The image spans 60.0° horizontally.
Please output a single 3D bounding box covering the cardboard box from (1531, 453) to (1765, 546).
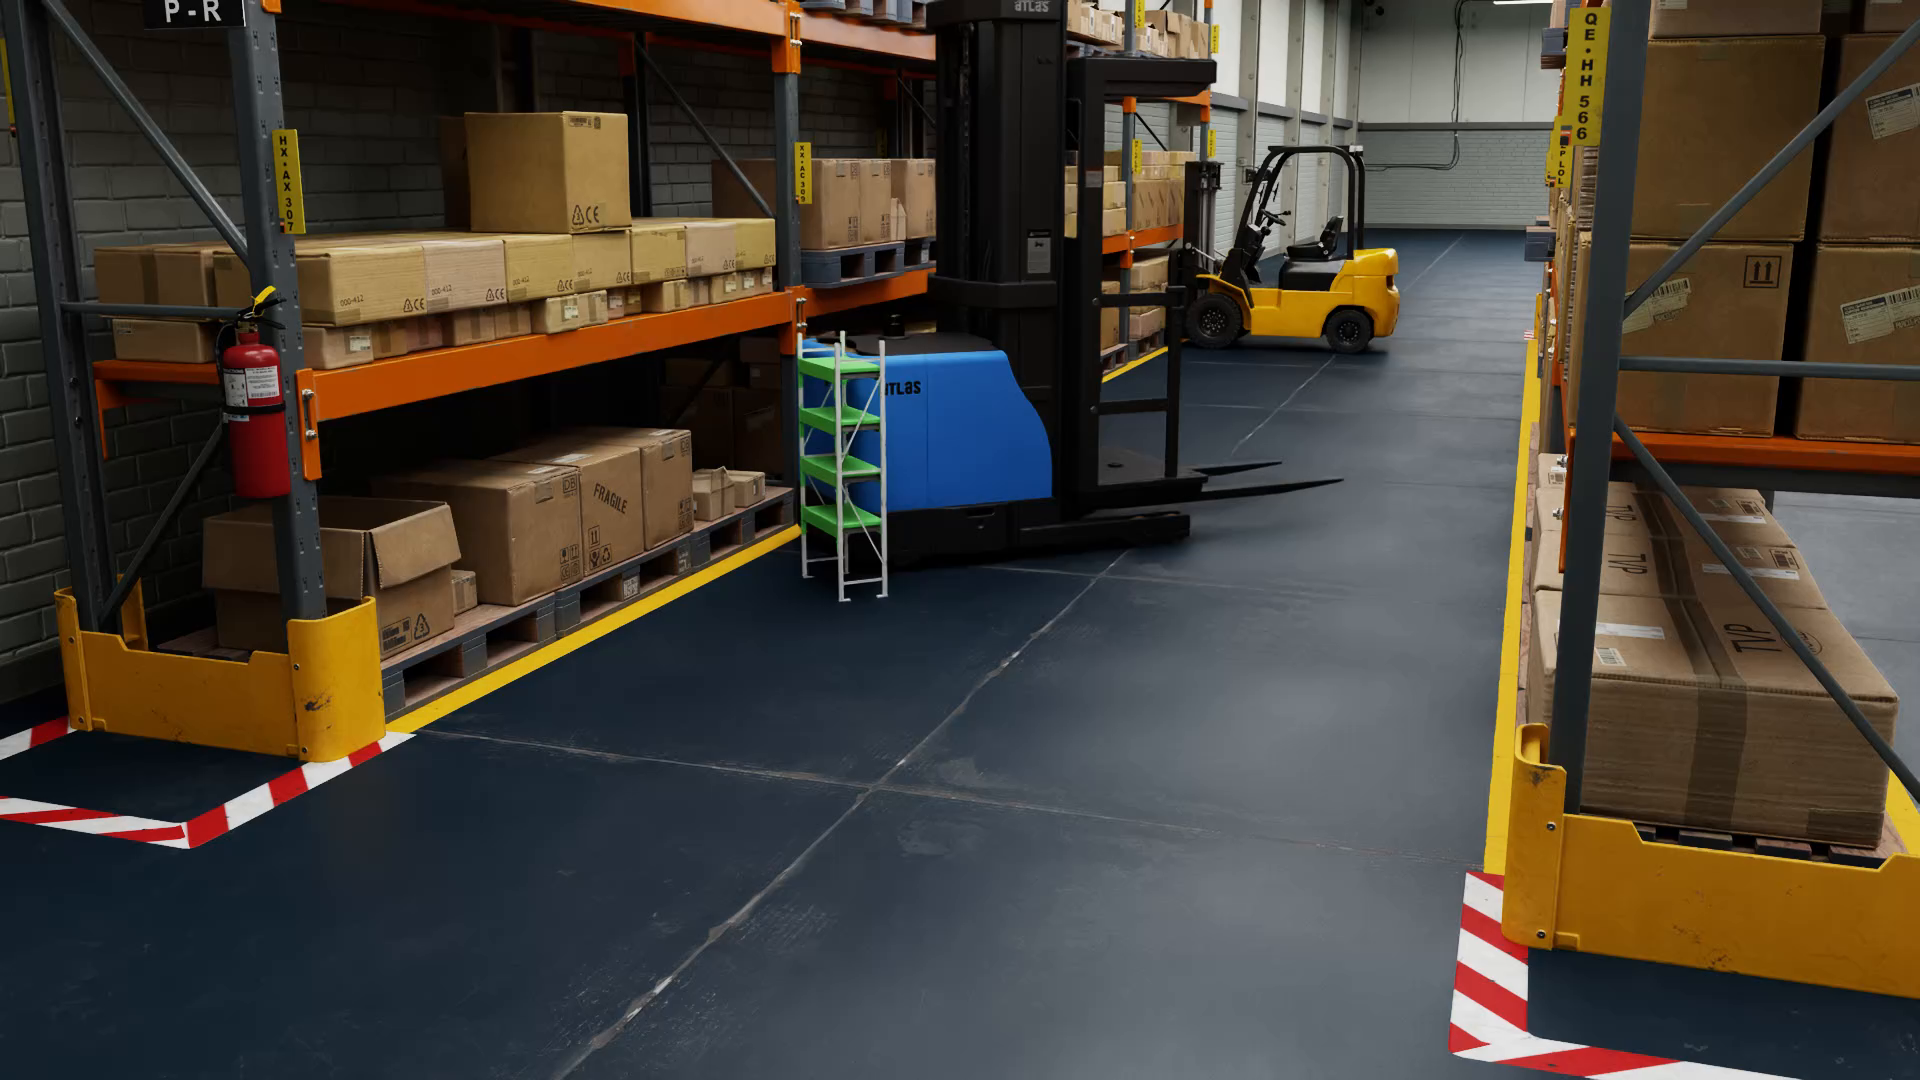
[{"bbox_3d":[3.025,-0.078,7.404,0.875,0.438,0.875,4,13,18],"label":"cardboard box"}]

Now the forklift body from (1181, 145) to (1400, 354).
[{"bbox_3d":[3.627,-3.186,18.113,2.313,2.155,1.214,4,14,18],"label":"forklift body"}]

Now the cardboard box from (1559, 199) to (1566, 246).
[{"bbox_3d":[3.559,-1.743,9.099,0.500,0.250,0.500,5,14,20],"label":"cardboard box"}]

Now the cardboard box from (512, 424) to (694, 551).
[{"bbox_3d":[-1.726,-0.265,8.083,0.700,0.500,0.500,4,13,16],"label":"cardboard box"}]

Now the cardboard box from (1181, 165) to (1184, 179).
[{"bbox_3d":[2.338,-4.185,18.900,0.380,0.149,0.250,4,13,17],"label":"cardboard box"}]

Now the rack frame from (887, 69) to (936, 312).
[{"bbox_3d":[-0.074,-2.446,12.964,1.000,3.000,0.127,4,14,18],"label":"rack frame"}]

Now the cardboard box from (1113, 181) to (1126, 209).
[{"bbox_3d":[1.303,-3.337,16.081,0.500,0.250,0.500,4,13,17],"label":"cardboard box"}]

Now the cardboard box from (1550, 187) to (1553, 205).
[{"bbox_3d":[4.827,-2.820,12.764,0.500,0.500,0.500,3,13,15],"label":"cardboard box"}]

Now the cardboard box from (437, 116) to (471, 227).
[{"bbox_3d":[-2.102,-1.747,7.884,0.500,0.500,0.500,4,13,17],"label":"cardboard box"}]

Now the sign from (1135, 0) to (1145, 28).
[{"bbox_3d":[1.737,-5.119,16.065,0.100,0.325,0.005,4,14,18],"label":"sign"}]

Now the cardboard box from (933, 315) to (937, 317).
[{"bbox_3d":[0.006,-1.626,12.587,0.380,0.149,0.250,4,13,16],"label":"cardboard box"}]

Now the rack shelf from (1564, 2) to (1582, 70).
[{"bbox_3d":[3.977,-2.780,9.302,1.077,0.370,4.000,4,14,18],"label":"rack shelf"}]

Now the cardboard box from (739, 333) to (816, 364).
[{"bbox_3d":[-1.058,-1.112,9.666,0.380,0.149,0.250,4,13,17],"label":"cardboard box"}]

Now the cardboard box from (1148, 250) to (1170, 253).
[{"bbox_3d":[2.501,-3.255,19.495,0.500,0.250,0.500,5,14,19],"label":"cardboard box"}]

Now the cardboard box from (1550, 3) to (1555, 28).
[{"bbox_3d":[5.186,-4.325,13.847,0.500,0.250,0.500,4,14,18],"label":"cardboard box"}]

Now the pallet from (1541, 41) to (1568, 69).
[{"bbox_3d":[5.617,-4.180,14.242,1.213,0.211,1.003,4,14,18],"label":"pallet"}]

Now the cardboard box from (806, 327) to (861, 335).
[{"bbox_3d":[-0.906,-1.385,11.530,0.380,0.149,0.250,4,14,19],"label":"cardboard box"}]

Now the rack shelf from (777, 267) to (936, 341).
[{"bbox_3d":[-0.721,-1.674,11.199,1.077,0.370,4.000,4,14,18],"label":"rack shelf"}]

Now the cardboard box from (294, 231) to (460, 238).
[{"bbox_3d":[-2.432,-1.162,7.006,0.500,0.250,0.500,5,14,20],"label":"cardboard box"}]

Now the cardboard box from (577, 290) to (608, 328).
[{"bbox_3d":[-1.767,-1.013,7.250,0.380,0.149,0.250,5,14,20],"label":"cardboard box"}]

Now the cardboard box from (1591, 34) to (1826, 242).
[{"bbox_3d":[1.966,-1.060,4.419,0.500,0.500,0.500,5,14,20],"label":"cardboard box"}]

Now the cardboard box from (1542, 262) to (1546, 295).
[{"bbox_3d":[6.517,-2.738,17.794,0.500,0.500,0.500,4,13,16],"label":"cardboard box"}]

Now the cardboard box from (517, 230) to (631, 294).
[{"bbox_3d":[-1.792,-1.232,7.313,0.500,0.250,0.500,4,13,17],"label":"cardboard box"}]

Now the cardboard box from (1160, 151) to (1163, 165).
[{"bbox_3d":[2.010,-4.175,18.186,0.380,0.149,0.250,4,14,19],"label":"cardboard box"}]

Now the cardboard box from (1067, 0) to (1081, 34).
[{"bbox_3d":[0.720,-4.560,14.091,0.500,0.500,0.500,5,14,20],"label":"cardboard box"}]

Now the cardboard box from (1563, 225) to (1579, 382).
[{"bbox_3d":[2.275,-0.788,5.474,0.500,0.500,0.500,5,14,20],"label":"cardboard box"}]

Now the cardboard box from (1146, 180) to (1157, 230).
[{"bbox_3d":[1.763,-3.522,17.455,0.500,0.500,0.500,5,14,19],"label":"cardboard box"}]

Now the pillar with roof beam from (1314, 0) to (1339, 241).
[{"bbox_3d":[13.275,-11.717,40.100,9.100,9.000,0.400,4,14,18],"label":"pillar with roof beam"}]

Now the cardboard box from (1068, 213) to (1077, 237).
[{"bbox_3d":[0.798,-2.772,14.730,0.500,0.250,0.500,5,14,20],"label":"cardboard box"}]

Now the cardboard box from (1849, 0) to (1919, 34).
[{"bbox_3d":[2.412,-1.312,4.067,0.380,0.149,0.250,5,14,20],"label":"cardboard box"}]

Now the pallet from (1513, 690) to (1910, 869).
[{"bbox_3d":[2.220,0.781,5.094,1.003,0.211,1.213,4,14,18],"label":"pallet"}]

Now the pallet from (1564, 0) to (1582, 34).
[{"bbox_3d":[4.466,-3.320,10.478,1.213,0.211,1.003,5,14,21],"label":"pallet"}]

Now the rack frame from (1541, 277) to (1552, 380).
[{"bbox_3d":[5.918,-2.932,15.091,1.000,3.000,0.127,4,14,18],"label":"rack frame"}]

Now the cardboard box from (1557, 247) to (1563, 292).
[{"bbox_3d":[3.402,-1.394,8.691,0.500,0.250,0.500,4,14,18],"label":"cardboard box"}]

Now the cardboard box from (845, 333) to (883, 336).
[{"bbox_3d":[-0.578,-1.301,11.162,0.380,0.149,0.250,4,14,19],"label":"cardboard box"}]

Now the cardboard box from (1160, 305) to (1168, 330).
[{"bbox_3d":[1.991,-2.448,18.207,0.500,0.250,0.500,5,14,19],"label":"cardboard box"}]

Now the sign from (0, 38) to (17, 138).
[{"bbox_3d":[-3.181,-1.524,5.613,0.100,0.325,0.005,4,14,18],"label":"sign"}]

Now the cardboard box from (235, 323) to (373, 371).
[{"bbox_3d":[-2.297,-0.689,5.828,0.380,0.149,0.250,4,14,18],"label":"cardboard box"}]

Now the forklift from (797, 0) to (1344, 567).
[{"bbox_3d":[0.681,-1.491,8.933,3.031,2.935,1.130,-6,14,-23],"label":"forklift"}]

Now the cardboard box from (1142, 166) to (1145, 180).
[{"bbox_3d":[1.712,-3.813,17.270,0.380,0.149,0.250,4,14,18],"label":"cardboard box"}]

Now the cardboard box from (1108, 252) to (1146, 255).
[{"bbox_3d":[1.849,-3.185,19.188,0.500,0.250,0.500,4,14,18],"label":"cardboard box"}]

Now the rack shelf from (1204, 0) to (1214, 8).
[{"bbox_3d":[1.867,-6.088,17.955,1.077,0.370,4.000,4,14,18],"label":"rack shelf"}]

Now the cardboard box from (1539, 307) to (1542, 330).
[{"bbox_3d":[6.517,-2.381,17.915,0.500,0.250,0.500,5,14,20],"label":"cardboard box"}]

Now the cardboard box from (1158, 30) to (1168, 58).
[{"bbox_3d":[1.988,-5.229,17.550,0.396,0.266,0.258,4,13,17],"label":"cardboard box"}]

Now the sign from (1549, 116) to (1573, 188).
[{"bbox_3d":[2.813,-1.810,7.753,0.100,0.325,0.005,4,14,18],"label":"sign"}]

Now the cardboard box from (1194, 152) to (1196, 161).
[{"bbox_3d":[2.598,-4.550,19.830,0.380,0.149,0.250,4,14,19],"label":"cardboard box"}]

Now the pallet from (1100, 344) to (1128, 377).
[{"bbox_3d":[1.019,-1.771,16.272,1.003,0.211,1.213,4,14,18],"label":"pallet"}]

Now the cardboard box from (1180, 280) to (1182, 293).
[{"bbox_3d":[2.333,-2.898,19.057,0.500,0.250,0.500,4,13,17],"label":"cardboard box"}]

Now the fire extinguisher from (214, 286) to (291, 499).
[{"bbox_3d":[-2.273,-0.478,5.352,0.296,0.674,0.183,4,14,18],"label":"fire extinguisher"}]

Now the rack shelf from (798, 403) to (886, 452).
[{"bbox_3d":[-0.559,-0.532,7.831,0.258,0.148,0.480,-6,14,-25],"label":"rack shelf"}]

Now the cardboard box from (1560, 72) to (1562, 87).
[{"bbox_3d":[6.798,-5.067,18.272,0.380,0.149,0.250,4,14,18],"label":"cardboard box"}]

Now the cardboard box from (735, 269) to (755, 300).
[{"bbox_3d":[-1.296,-1.340,8.681,0.380,0.149,0.250,5,14,20],"label":"cardboard box"}]

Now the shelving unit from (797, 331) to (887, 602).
[{"bbox_3d":[-0.559,-0.360,7.870,0.258,1.200,0.503,-6,14,-25],"label":"shelving unit"}]

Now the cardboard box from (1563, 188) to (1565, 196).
[{"bbox_3d":[3.733,-2.220,9.504,0.500,0.500,0.500,5,14,19],"label":"cardboard box"}]
